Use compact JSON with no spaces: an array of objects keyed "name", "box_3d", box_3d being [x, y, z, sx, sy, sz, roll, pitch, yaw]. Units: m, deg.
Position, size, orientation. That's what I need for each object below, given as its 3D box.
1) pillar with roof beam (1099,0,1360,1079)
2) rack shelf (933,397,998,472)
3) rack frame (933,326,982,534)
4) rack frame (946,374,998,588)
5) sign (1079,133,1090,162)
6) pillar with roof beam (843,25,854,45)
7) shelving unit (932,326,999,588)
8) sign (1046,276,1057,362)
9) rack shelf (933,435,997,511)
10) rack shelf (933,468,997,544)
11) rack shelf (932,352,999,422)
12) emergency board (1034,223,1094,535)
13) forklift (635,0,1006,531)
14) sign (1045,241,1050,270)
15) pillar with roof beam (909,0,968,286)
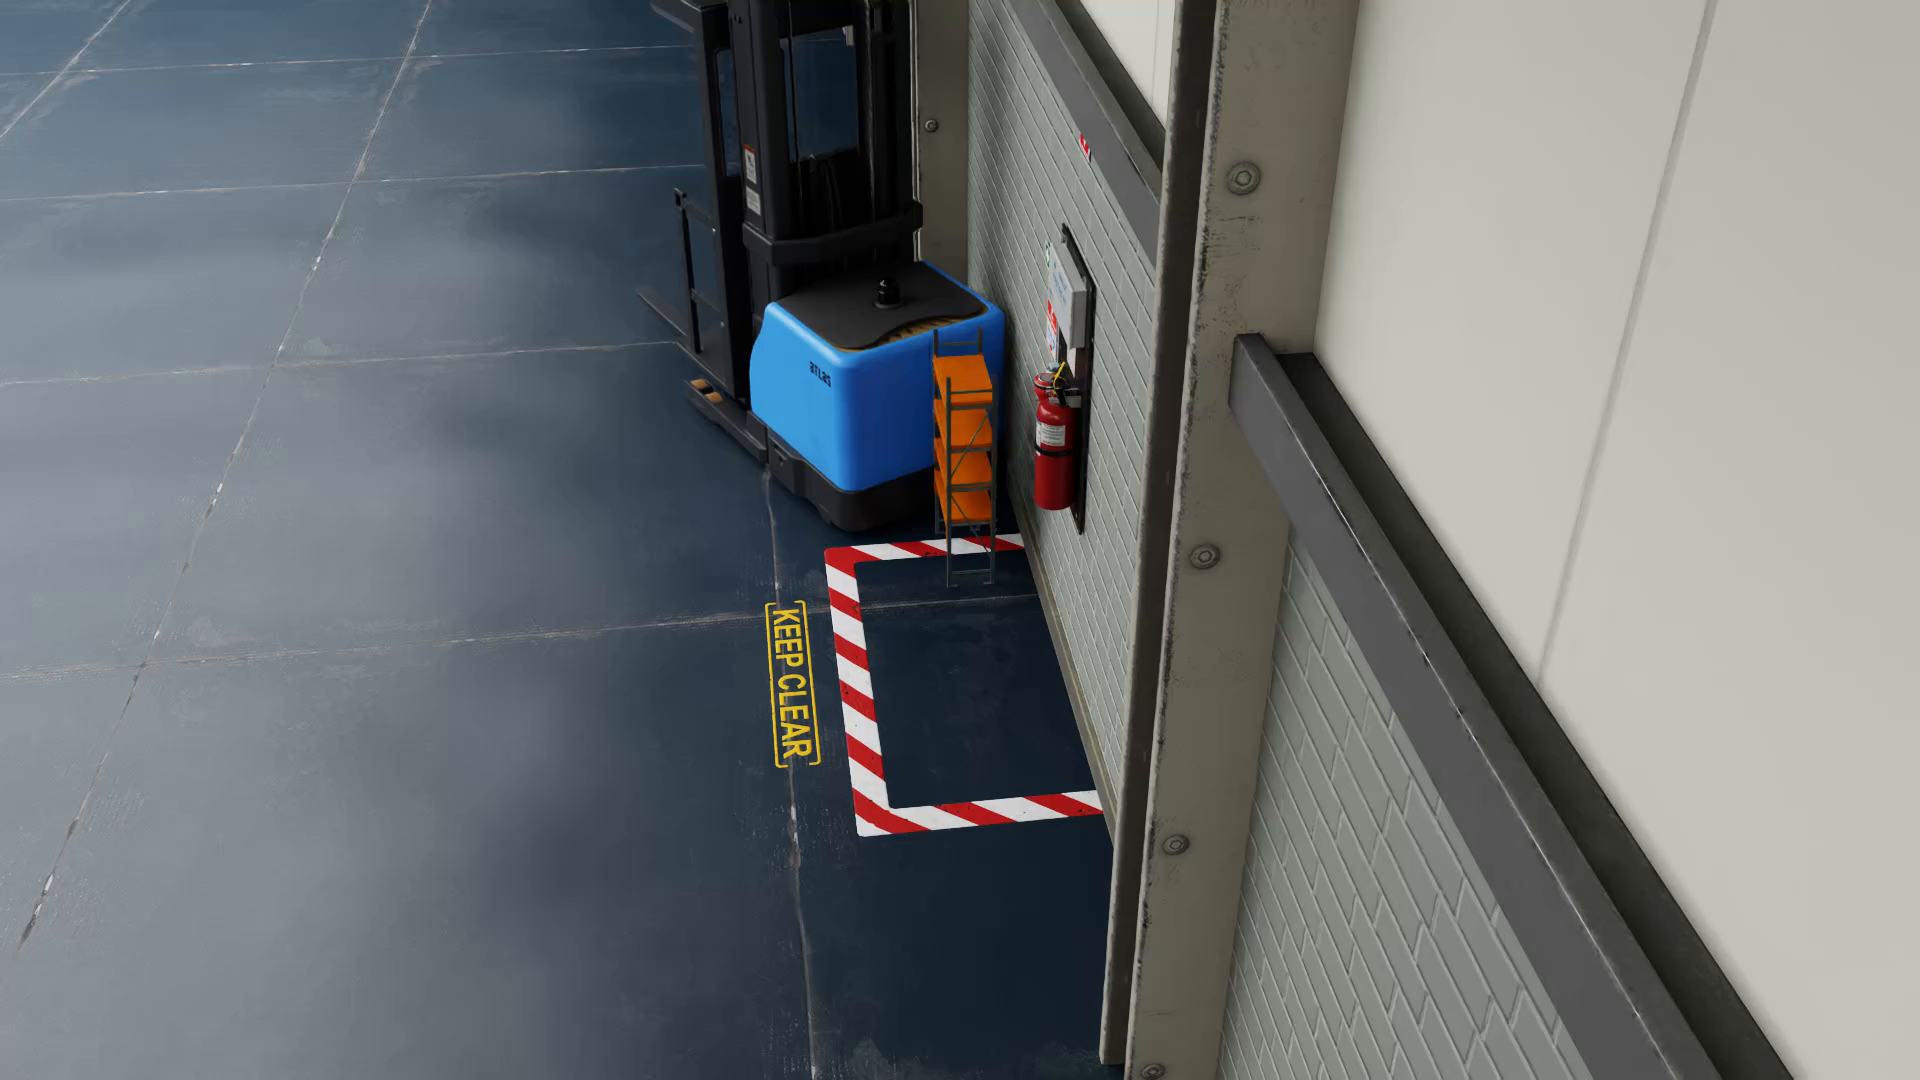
[{"name":"pillar with roof beam","box_3d":[-3.583,-1.437,2.869,9.100,9.000,0.400,-4,35,-6]},{"name":"rack shelf","box_3d":[0.022,-0.533,8.189,0.258,0.148,0.480,-4,35,-6]},{"name":"rack frame","box_3d":[-0.011,-0.540,8.476,0.240,1.200,0.015,-4,35,-6]},{"name":"rack frame","box_3d":[0.055,-0.267,8.077,0.240,1.200,0.015,-4,35,-6]},{"name":"sign","box_3d":[0.485,-1.636,6.429,0.001,0.298,0.199,-4,35,-6]},{"name":"pillar with roof beam","box_3d":[-5.197,-8.134,12.695,9.100,9.000,0.400,-4,35,-6]},{"name":"shelving unit","box_3d":[0.022,-0.403,8.277,0.258,1.200,0.503,-4,35,-6]},{"name":"sign","box_3d":[0.416,-0.997,7.518,0.001,0.329,0.234,-4,35,-6]},{"name":"rack shelf","box_3d":[0.022,-0.348,8.314,0.258,0.148,0.480,-4,35,-6]},{"name":"rack shelf","box_3d":[0.022,-0.184,8.426,0.258,0.148,0.480,-4,35,-6]},{"name":"rack shelf","box_3d":[0.022,-0.728,8.055,0.258,0.148,0.480,-4,35,-6]},{"name":"emergency board","box_3d":[0.388,-0.666,7.064,0.194,1.169,0.643,-4,35,-6]},{"name":"forklift","box_3d":[-0.984,-2.046,9.150,1.130,2.935,3.031,-21,39,-27]},{"name":"sign","box_3d":[0.407,-1.213,7.364,0.001,0.109,0.331,-4,35,-6]},{"name":"pillar with roof beam","box_3d":[-4.390,-4.786,7.782,9.100,9.000,0.400,-4,35,-6]}]
